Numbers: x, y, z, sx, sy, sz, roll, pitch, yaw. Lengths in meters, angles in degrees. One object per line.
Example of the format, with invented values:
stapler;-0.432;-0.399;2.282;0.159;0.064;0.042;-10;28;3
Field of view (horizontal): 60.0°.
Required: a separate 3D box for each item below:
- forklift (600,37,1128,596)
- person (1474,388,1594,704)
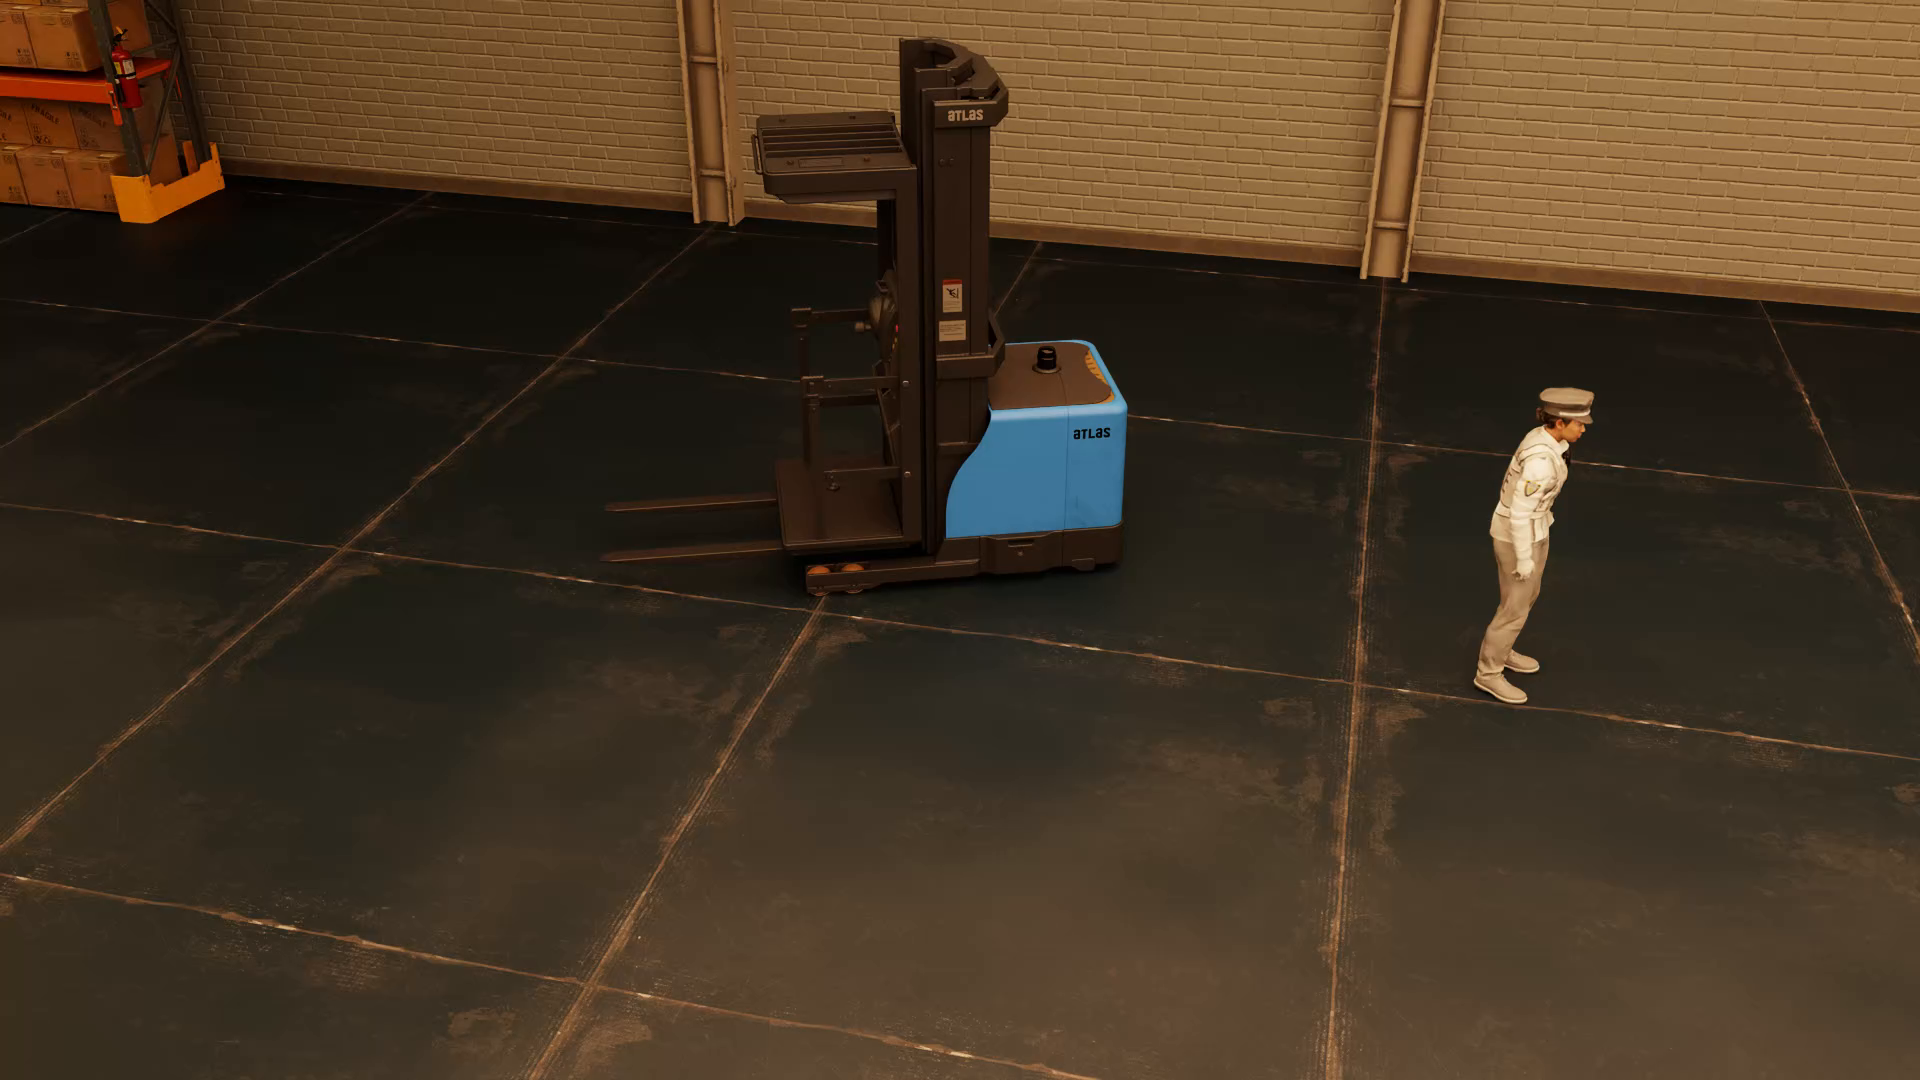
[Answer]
forklift;-0.602;-1.232;9.345;3.031;2.935;1.130;-4;30;-7
person;2.892;-0.003;8.463;0.375;1.664;0.529;15;33;24
